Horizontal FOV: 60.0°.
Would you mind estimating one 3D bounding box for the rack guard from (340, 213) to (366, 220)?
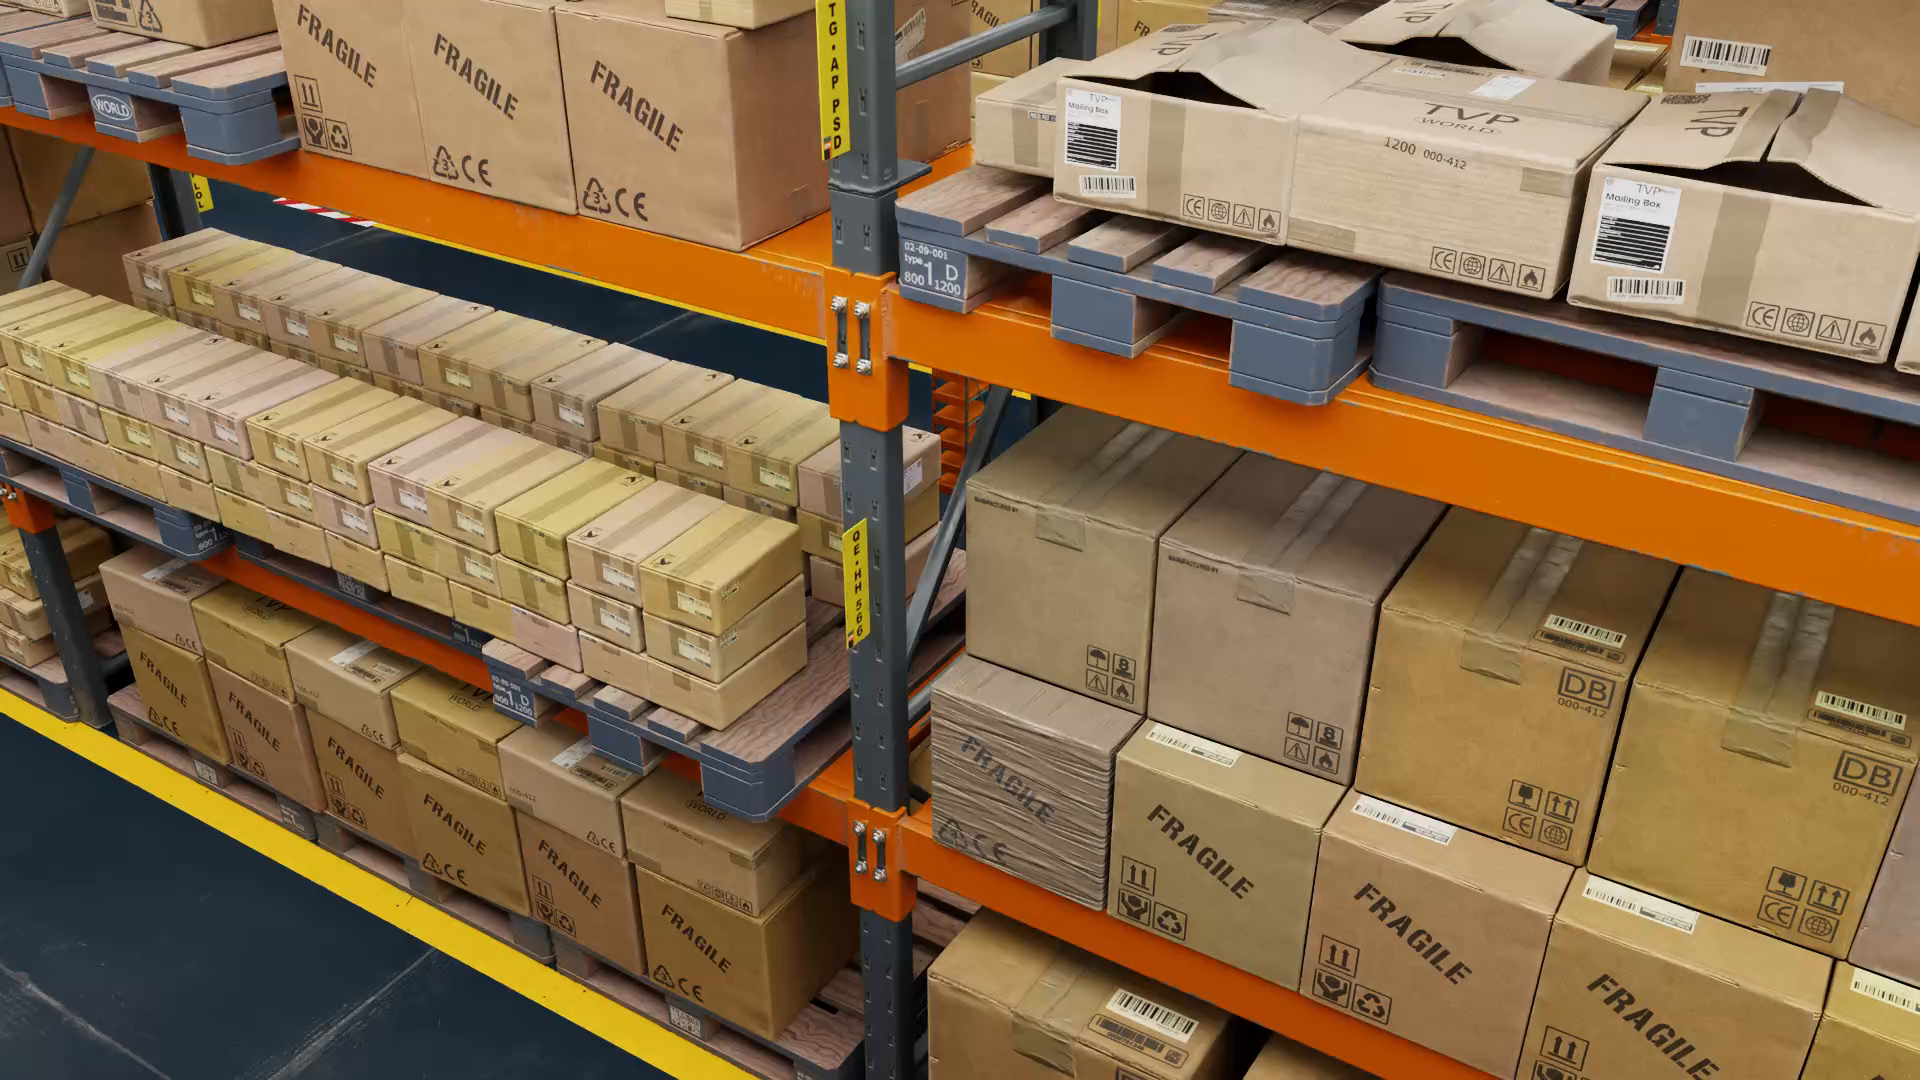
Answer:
[{"bbox_3d":[-4.218,-2.870,12.674,0.348,0.500,1.175,18,35,27],"label":"rack guard"}]

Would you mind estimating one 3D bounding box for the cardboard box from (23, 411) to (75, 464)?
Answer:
[{"bbox_3d":[-3.028,-0.431,5.845,0.250,0.149,0.380,18,35,28],"label":"cardboard box"}]

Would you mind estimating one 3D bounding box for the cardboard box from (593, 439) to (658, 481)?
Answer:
[{"bbox_3d":[-0.942,-0.286,5.302,0.250,0.149,0.380,18,35,28],"label":"cardboard box"}]

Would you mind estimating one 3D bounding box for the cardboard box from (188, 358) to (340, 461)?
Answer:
[{"bbox_3d":[-2.170,-0.414,5.225,0.250,0.149,0.380,19,35,29],"label":"cardboard box"}]

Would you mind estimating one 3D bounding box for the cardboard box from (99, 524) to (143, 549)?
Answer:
[{"bbox_3d":[-3.537,-0.120,7.301,0.250,0.149,0.380,19,35,29],"label":"cardboard box"}]

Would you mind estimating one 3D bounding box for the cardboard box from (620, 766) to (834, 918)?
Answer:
[{"bbox_3d":[-0.686,0.843,5.149,0.500,0.250,0.500,17,34,26],"label":"cardboard box"}]

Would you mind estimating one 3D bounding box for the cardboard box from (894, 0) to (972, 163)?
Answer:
[{"bbox_3d":[-0.310,-1.266,4.367,0.500,0.500,0.500,18,35,27],"label":"cardboard box"}]

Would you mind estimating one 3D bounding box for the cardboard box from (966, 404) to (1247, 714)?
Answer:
[{"bbox_3d":[0.408,-0.011,4.201,0.500,0.500,0.700,17,34,27],"label":"cardboard box"}]

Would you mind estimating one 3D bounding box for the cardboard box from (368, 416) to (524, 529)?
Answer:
[{"bbox_3d":[-1.489,-0.202,4.861,0.250,0.149,0.380,18,35,27],"label":"cardboard box"}]

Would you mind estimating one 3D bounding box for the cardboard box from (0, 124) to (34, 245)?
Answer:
[{"bbox_3d":[-3.897,-1.346,6.194,0.500,0.500,0.500,16,34,26],"label":"cardboard box"}]

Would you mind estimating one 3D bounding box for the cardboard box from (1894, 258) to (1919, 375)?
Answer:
[{"bbox_3d":[1.819,-0.446,2.634,0.500,0.311,0.500,16,34,26],"label":"cardboard box"}]

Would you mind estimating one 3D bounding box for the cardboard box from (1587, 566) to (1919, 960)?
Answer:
[{"bbox_3d":[1.705,0.397,3.501,0.500,0.500,0.700,17,34,27],"label":"cardboard box"}]

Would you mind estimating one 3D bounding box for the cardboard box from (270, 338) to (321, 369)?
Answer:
[{"bbox_3d":[-2.247,-0.702,6.014,0.250,0.149,0.380,16,34,26],"label":"cardboard box"}]

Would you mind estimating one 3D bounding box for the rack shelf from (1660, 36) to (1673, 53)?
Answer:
[{"bbox_3d":[6.908,-3.073,11.255,4.000,0.370,1.077,18,35,27],"label":"rack shelf"}]

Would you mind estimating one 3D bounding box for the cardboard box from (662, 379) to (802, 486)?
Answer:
[{"bbox_3d":[-0.690,-0.335,5.090,0.250,0.149,0.380,17,34,27],"label":"cardboard box"}]

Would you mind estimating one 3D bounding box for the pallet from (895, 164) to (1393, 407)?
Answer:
[{"bbox_3d":[0.606,-0.725,3.726,1.003,0.211,1.213,19,35,30],"label":"pallet"}]

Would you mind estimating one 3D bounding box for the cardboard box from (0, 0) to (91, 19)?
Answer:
[{"bbox_3d":[-2.722,-1.845,5.131,0.500,0.311,0.500,17,34,27],"label":"cardboard box"}]

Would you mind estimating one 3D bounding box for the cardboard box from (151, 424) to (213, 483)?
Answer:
[{"bbox_3d":[-2.377,-0.353,5.416,0.250,0.149,0.380,19,35,29],"label":"cardboard box"}]

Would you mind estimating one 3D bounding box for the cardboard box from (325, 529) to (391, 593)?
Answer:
[{"bbox_3d":[-1.713,-0.015,5.132,0.250,0.149,0.380,19,35,29],"label":"cardboard box"}]

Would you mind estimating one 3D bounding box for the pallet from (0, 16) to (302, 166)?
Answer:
[{"bbox_3d":[-2.009,-1.459,4.984,1.003,0.211,1.213,18,35,27],"label":"pallet"}]

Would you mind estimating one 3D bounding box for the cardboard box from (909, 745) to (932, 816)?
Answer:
[{"bbox_3d":[-0.431,0.939,5.727,0.500,0.500,0.500,16,34,25],"label":"cardboard box"}]

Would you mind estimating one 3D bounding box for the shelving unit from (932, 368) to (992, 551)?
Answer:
[{"bbox_3d":[0.012,-0.514,7.941,0.189,1.200,0.258,18,35,27],"label":"shelving unit"}]

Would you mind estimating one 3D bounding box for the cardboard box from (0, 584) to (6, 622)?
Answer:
[{"bbox_3d":[-4.027,0.173,7.093,0.250,0.149,0.380,16,34,25],"label":"cardboard box"}]

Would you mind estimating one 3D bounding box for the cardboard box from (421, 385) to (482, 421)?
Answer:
[{"bbox_3d":[-1.592,-0.492,5.654,0.250,0.149,0.380,19,35,29],"label":"cardboard box"}]

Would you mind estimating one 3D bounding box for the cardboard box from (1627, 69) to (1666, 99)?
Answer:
[{"bbox_3d":[3.282,-1.797,7.543,0.500,0.500,0.500,20,35,30],"label":"cardboard box"}]

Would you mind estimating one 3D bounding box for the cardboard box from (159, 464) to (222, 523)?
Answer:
[{"bbox_3d":[-2.391,-0.227,5.495,0.250,0.149,0.380,16,34,25],"label":"cardboard box"}]

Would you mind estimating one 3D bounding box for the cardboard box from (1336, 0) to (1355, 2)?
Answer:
[{"bbox_3d":[1.866,-2.641,8.708,0.500,0.500,0.500,18,35,28],"label":"cardboard box"}]

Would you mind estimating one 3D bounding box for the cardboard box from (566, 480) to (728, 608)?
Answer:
[{"bbox_3d":[-0.838,0.006,4.506,0.250,0.149,0.380,17,34,27],"label":"cardboard box"}]

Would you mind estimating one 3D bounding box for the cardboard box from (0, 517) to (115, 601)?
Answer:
[{"bbox_3d":[-3.795,0.077,6.964,0.250,0.149,0.380,19,35,29],"label":"cardboard box"}]

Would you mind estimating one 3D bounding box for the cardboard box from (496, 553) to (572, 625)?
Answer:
[{"bbox_3d":[-1.079,0.060,4.708,0.250,0.149,0.380,18,35,28],"label":"cardboard box"}]

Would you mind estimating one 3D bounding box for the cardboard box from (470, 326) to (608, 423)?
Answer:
[{"bbox_3d":[-1.370,-0.548,5.455,0.250,0.149,0.380,19,35,29],"label":"cardboard box"}]

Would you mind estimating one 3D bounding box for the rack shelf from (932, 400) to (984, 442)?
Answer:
[{"bbox_3d":[0.012,-0.580,7.903,0.180,0.103,0.258,18,35,27],"label":"rack shelf"}]

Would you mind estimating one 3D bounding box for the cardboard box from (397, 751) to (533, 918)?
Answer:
[{"bbox_3d":[-1.558,0.898,5.799,0.500,0.500,0.500,16,34,25],"label":"cardboard box"}]

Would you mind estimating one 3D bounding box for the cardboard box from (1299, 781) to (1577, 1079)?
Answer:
[{"bbox_3d":[1.128,0.802,3.799,0.500,0.500,0.500,18,35,27],"label":"cardboard box"}]

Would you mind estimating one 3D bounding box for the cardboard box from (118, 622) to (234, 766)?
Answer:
[{"bbox_3d":[-2.870,0.477,6.519,0.500,0.500,0.500,19,35,29],"label":"cardboard box"}]

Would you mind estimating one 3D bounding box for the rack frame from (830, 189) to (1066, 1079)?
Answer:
[{"bbox_3d":[0.033,0.339,4.691,0.127,3.000,1.000,18,35,27],"label":"rack frame"}]

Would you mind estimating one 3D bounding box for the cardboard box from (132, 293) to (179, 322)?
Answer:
[{"bbox_3d":[-2.913,-0.911,6.373,0.250,0.149,0.380,19,35,29],"label":"cardboard box"}]

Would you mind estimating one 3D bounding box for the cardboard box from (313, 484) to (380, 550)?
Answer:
[{"bbox_3d":[-1.722,-0.145,5.058,0.250,0.149,0.380,19,35,29],"label":"cardboard box"}]

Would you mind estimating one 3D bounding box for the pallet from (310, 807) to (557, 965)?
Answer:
[{"bbox_3d":[-1.658,1.007,6.315,1.213,0.211,1.003,18,35,27],"label":"pallet"}]

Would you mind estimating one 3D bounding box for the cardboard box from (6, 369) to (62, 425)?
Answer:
[{"bbox_3d":[-3.046,-0.563,5.776,0.250,0.149,0.380,17,34,26],"label":"cardboard box"}]

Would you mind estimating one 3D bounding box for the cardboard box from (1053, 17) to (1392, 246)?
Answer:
[{"bbox_3d":[0.529,-0.854,3.334,0.500,0.311,0.500,18,35,27],"label":"cardboard box"}]

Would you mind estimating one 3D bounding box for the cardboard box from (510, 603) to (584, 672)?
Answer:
[{"bbox_3d":[-1.057,0.195,4.772,0.250,0.149,0.380,18,35,28],"label":"cardboard box"}]

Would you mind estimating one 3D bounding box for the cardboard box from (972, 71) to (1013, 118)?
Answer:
[{"bbox_3d":[0.283,-2.511,9.229,0.500,0.250,0.500,18,35,28],"label":"cardboard box"}]

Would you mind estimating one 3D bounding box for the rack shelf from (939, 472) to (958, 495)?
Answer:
[{"bbox_3d":[0.012,-0.269,8.084,0.180,0.103,0.258,18,35,27],"label":"rack shelf"}]

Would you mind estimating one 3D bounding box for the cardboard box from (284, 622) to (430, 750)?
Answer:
[{"bbox_3d":[-1.988,0.433,5.851,0.500,0.250,0.500,19,35,29],"label":"cardboard box"}]

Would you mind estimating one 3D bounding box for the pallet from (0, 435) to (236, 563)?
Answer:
[{"bbox_3d":[-2.785,-0.382,6.119,1.213,0.211,1.003,18,35,27],"label":"pallet"}]

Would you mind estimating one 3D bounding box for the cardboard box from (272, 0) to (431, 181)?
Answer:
[{"bbox_3d":[-1.438,-1.308,4.439,0.500,0.500,0.500,18,35,27],"label":"cardboard box"}]

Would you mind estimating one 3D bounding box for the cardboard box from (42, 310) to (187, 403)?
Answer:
[{"bbox_3d":[-2.811,-0.618,5.575,0.250,0.149,0.380,18,35,28],"label":"cardboard box"}]

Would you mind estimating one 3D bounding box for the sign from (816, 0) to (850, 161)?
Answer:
[{"bbox_3d":[-0.258,-0.948,3.409,0.005,0.325,0.100,18,35,27],"label":"sign"}]

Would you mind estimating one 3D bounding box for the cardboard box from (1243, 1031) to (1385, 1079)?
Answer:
[{"bbox_3d":[1.243,1.564,4.408,0.750,0.750,1.050,18,35,28],"label":"cardboard box"}]

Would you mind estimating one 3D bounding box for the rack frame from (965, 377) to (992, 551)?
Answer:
[{"bbox_3d":[0.090,-0.490,7.899,0.006,1.200,0.240,18,35,27],"label":"rack frame"}]

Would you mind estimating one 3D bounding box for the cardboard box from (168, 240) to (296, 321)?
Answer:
[{"bbox_3d":[-2.683,-0.966,6.172,0.250,0.149,0.380,16,34,26],"label":"cardboard box"}]

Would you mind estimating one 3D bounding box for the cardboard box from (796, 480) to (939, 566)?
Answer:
[{"bbox_3d":[-0.270,-0.077,4.943,0.250,0.149,0.380,19,35,29],"label":"cardboard box"}]

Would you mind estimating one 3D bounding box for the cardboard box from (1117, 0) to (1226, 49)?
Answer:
[{"bbox_3d":[1.146,-2.572,8.591,0.500,0.500,0.500,18,35,27],"label":"cardboard box"}]

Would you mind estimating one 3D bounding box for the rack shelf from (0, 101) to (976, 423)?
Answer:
[{"bbox_3d":[-1.661,-1.181,5.035,4.000,0.370,1.077,18,35,27],"label":"rack shelf"}]

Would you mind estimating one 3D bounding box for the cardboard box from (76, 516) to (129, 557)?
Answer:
[{"bbox_3d":[-3.754,-0.074,7.517,0.250,0.149,0.380,18,35,28],"label":"cardboard box"}]

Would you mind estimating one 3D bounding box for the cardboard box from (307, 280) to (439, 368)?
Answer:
[{"bbox_3d":[-2.037,-0.759,5.816,0.250,0.149,0.380,16,34,26],"label":"cardboard box"}]

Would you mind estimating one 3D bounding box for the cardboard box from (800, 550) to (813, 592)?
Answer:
[{"bbox_3d":[-0.466,-0.011,5.125,0.250,0.149,0.380,19,35,30],"label":"cardboard box"}]
